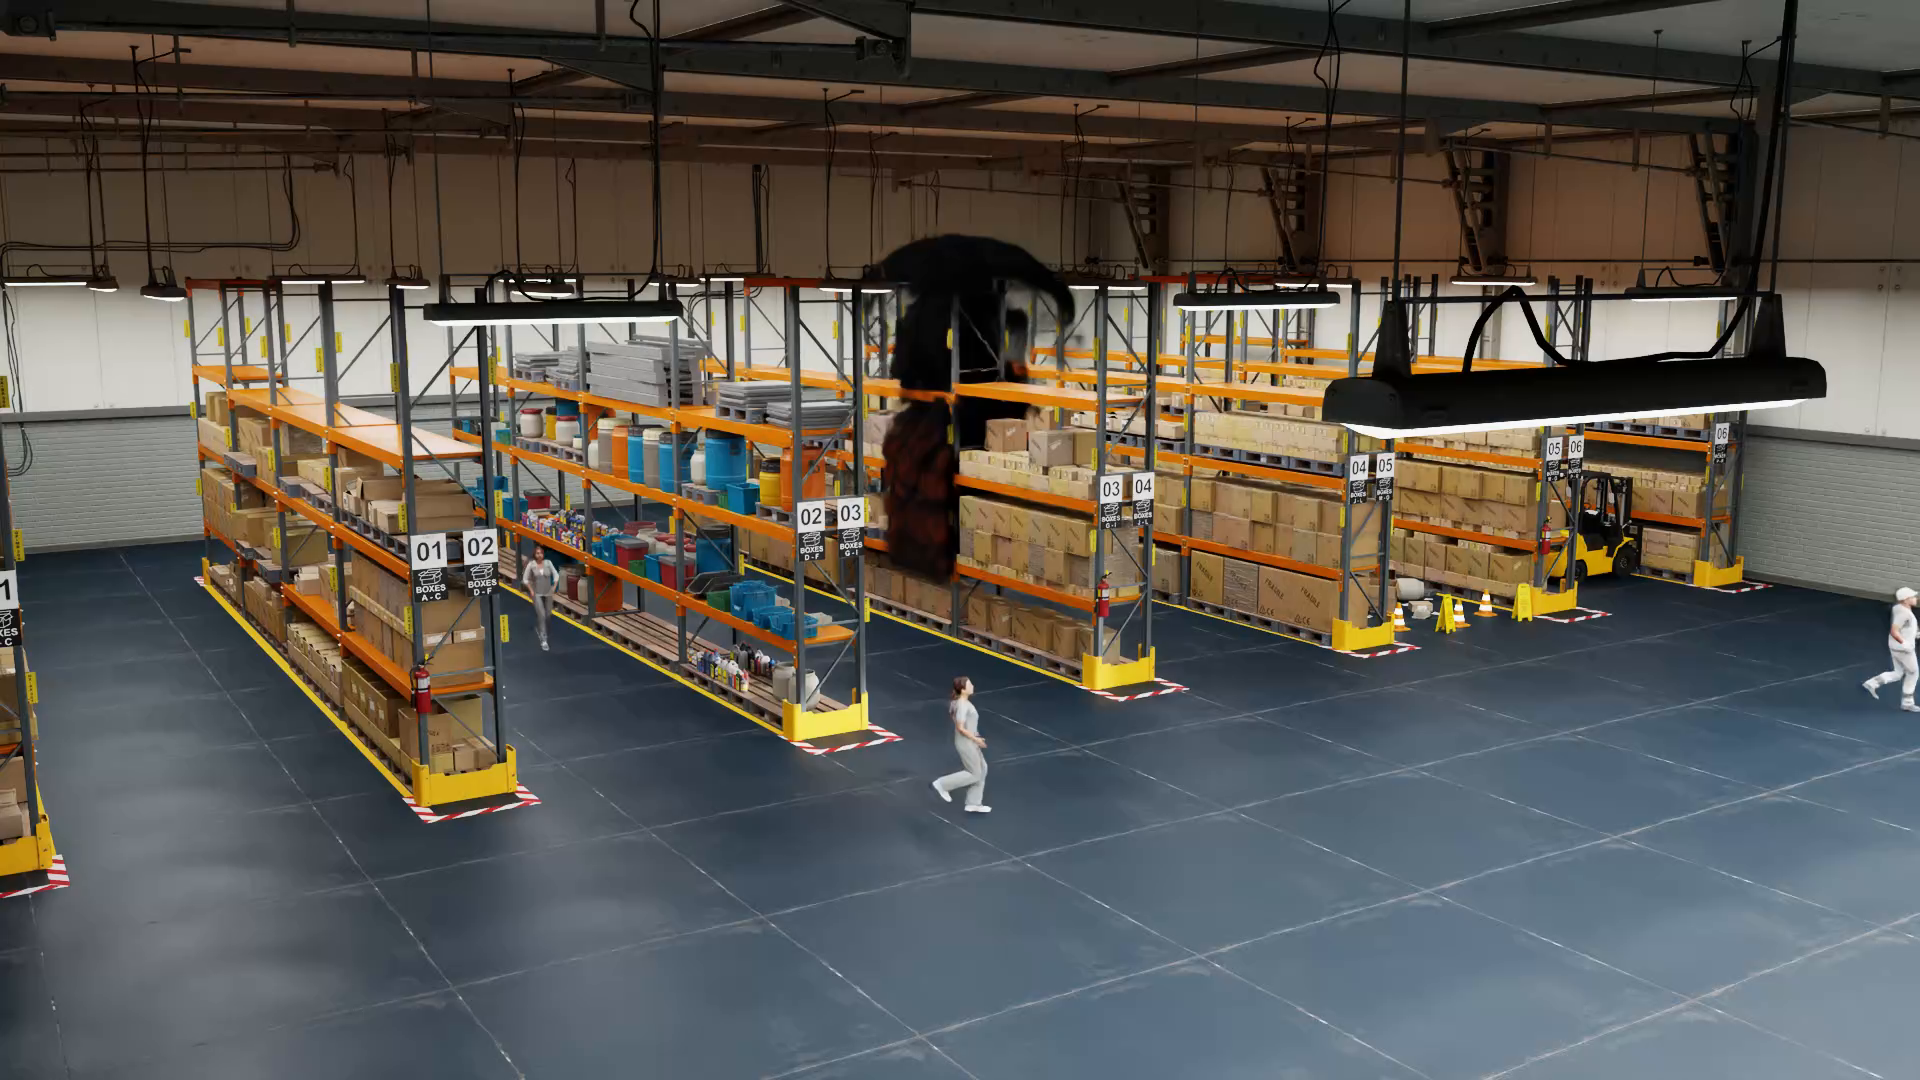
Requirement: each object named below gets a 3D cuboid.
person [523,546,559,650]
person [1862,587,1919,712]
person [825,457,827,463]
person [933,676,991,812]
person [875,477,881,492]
[{"bbox_3d":[-6.617,0.935,26.302,0.555,1.535,0.579,-5,11,-25],"label":"person"},{"bbox_3d":[13.314,1.541,23.573,0.771,1.779,0.646,3,10,17],"label":"person"},{"bbox_3d":[-3.437,-1.292,40.994,0.758,1.574,0.606,4,11,25],"label":"person"},{"bbox_3d":[0.017,2.357,19.190,0.684,1.627,0.580,-1,10,-6],"label":"person"},{"bbox_3d":[-1.977,-1.550,41.963,0.680,1.800,0.639,-8,12,-39],"label":"person"}]
